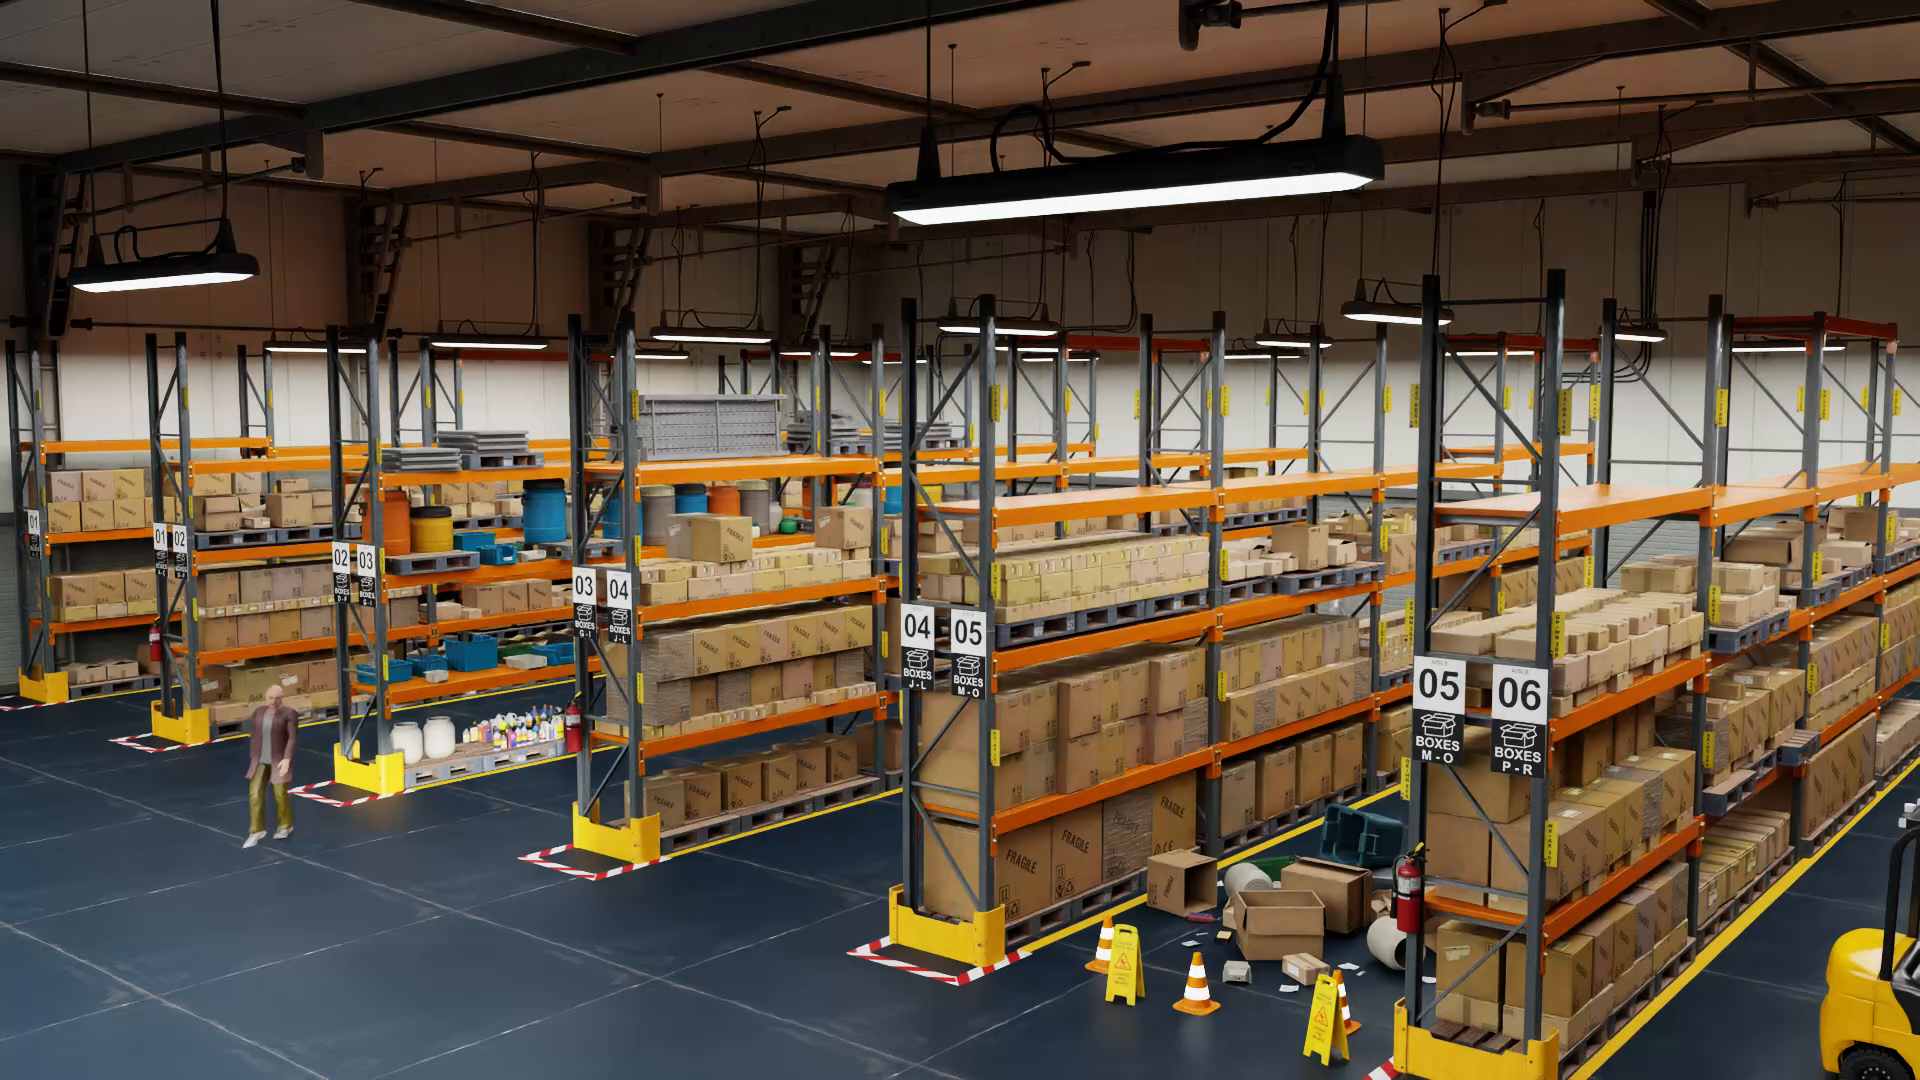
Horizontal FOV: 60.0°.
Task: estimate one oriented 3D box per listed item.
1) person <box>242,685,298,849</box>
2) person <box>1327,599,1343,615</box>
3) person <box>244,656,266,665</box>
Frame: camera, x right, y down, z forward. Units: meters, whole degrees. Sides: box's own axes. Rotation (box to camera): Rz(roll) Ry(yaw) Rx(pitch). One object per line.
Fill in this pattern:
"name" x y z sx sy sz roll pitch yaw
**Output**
"person" -7.915 2.583 19.050 0.612 1.818 0.682 0 5 1
"person" 7.481 1.409 32.843 0.611 1.580 0.421 2 6 22
"person" -11.606 1.888 27.310 0.507 1.674 0.688 2 6 24
